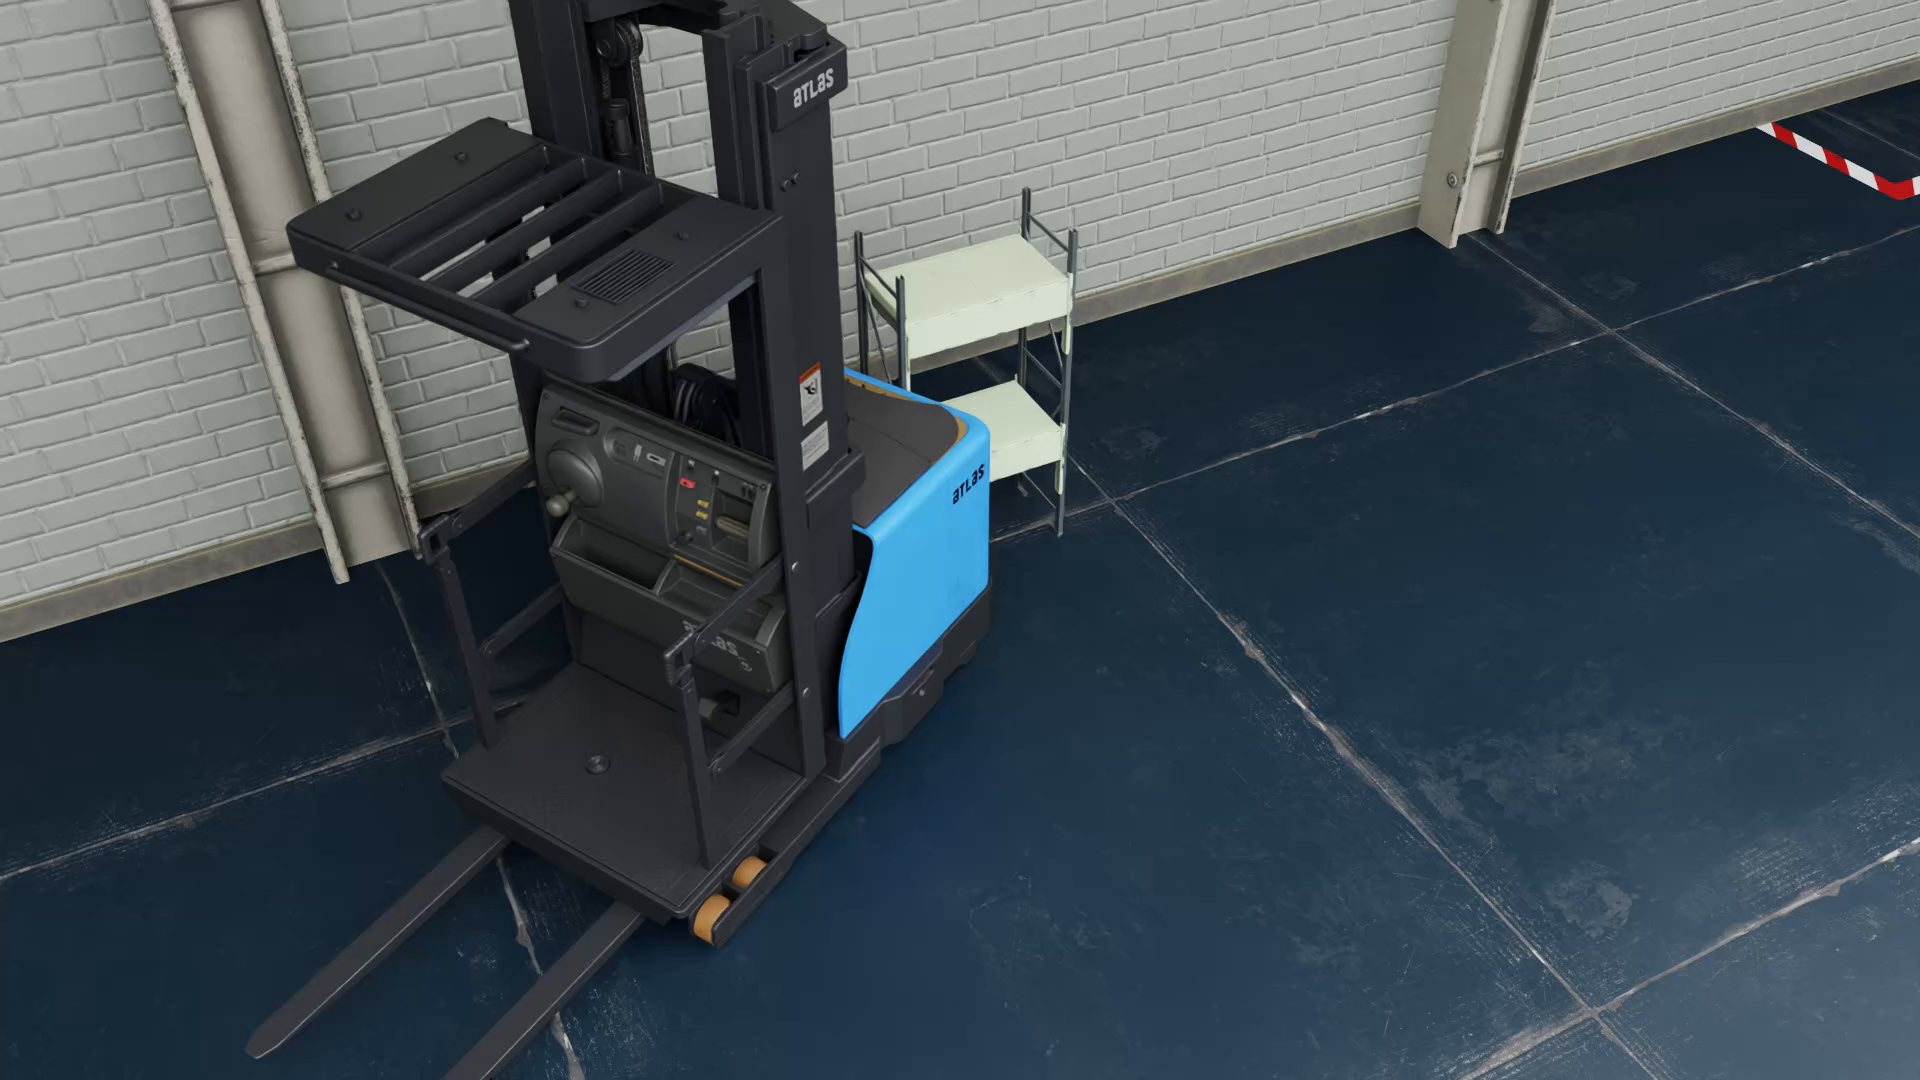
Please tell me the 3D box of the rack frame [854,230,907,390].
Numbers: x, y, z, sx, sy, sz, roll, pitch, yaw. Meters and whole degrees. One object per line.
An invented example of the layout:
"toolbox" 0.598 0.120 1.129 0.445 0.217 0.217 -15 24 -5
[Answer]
"rack frame" -0.302 -0.490 6.668 0.023 1.500 0.400 -19 44 -21

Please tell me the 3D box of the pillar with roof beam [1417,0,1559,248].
"pillar with roof beam" 4.780 -2.717 3.495 0.400 9.000 9.100 -19 44 -21

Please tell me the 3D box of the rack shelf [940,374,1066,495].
"rack shelf" 0.023 -0.350 7.008 0.720 0.370 0.431 -19 44 -21

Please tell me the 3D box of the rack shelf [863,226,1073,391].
"rack shelf" 0.023 -0.897 6.545 0.720 0.370 0.431 -19 44 -21

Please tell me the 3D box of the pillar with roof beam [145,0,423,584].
"pillar with roof beam" -0.541 -0.926 1.379 0.400 9.000 9.100 -19 44 -21

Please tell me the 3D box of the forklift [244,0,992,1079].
"forklift" -1.089 -0.102 5.102 1.130 2.935 3.031 22 45 24

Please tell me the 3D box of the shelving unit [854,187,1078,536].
"shelving unit" 0.023 -0.599 6.797 0.755 1.500 0.431 -19 44 -21

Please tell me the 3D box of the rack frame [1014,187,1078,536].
"rack frame" 0.348 -0.708 6.925 0.023 1.500 0.400 -19 44 -21
